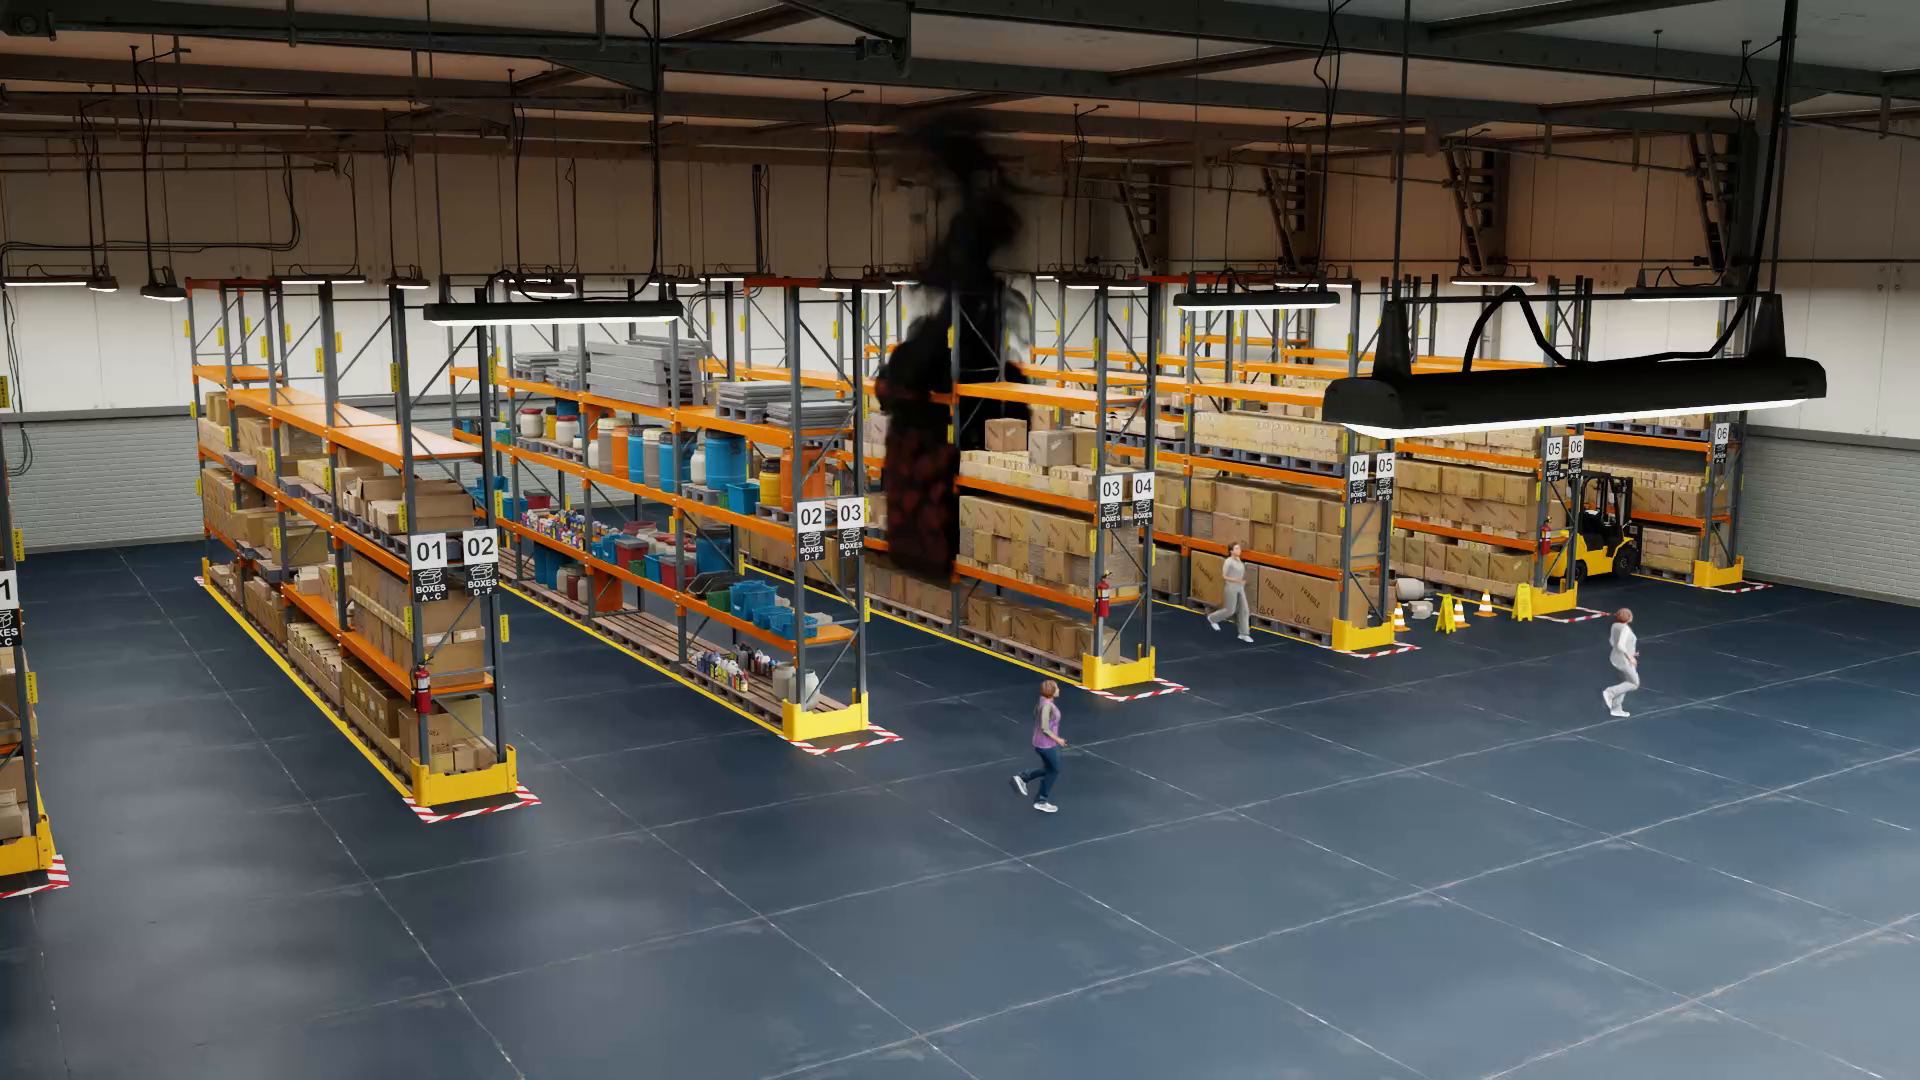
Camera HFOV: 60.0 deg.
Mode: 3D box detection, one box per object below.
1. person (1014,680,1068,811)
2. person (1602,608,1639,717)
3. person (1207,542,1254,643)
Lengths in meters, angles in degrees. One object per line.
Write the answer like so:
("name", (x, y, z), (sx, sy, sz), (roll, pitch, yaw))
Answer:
("person", (0.934, 2.375, 19.273), (0.610, 1.573, 0.554), (0, 10, -1))
("person", (9.236, 1.710, 23.220), (0.545, 1.555, 0.536), (0, 10, -2))
("person", (4.581, 0.853, 27.969), (0.568, 1.672, 0.922), (-9, 13, -43))
